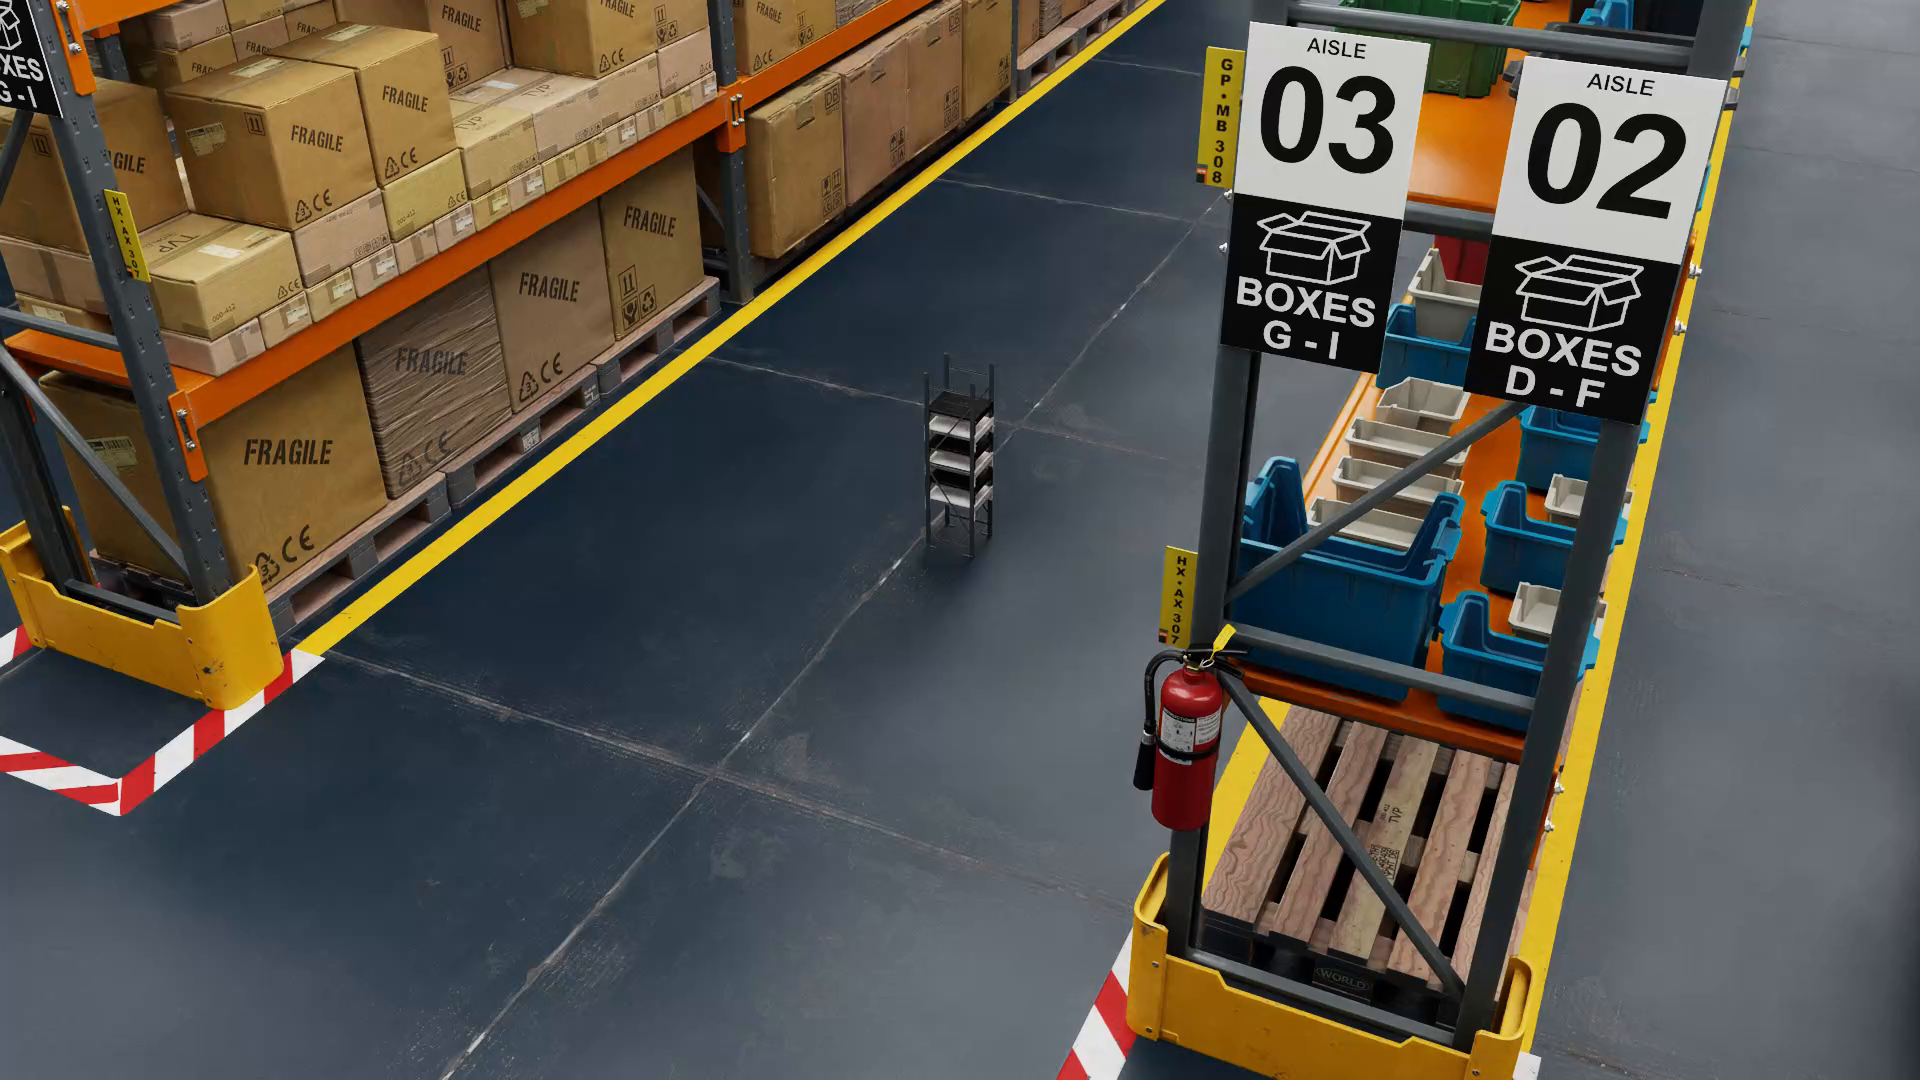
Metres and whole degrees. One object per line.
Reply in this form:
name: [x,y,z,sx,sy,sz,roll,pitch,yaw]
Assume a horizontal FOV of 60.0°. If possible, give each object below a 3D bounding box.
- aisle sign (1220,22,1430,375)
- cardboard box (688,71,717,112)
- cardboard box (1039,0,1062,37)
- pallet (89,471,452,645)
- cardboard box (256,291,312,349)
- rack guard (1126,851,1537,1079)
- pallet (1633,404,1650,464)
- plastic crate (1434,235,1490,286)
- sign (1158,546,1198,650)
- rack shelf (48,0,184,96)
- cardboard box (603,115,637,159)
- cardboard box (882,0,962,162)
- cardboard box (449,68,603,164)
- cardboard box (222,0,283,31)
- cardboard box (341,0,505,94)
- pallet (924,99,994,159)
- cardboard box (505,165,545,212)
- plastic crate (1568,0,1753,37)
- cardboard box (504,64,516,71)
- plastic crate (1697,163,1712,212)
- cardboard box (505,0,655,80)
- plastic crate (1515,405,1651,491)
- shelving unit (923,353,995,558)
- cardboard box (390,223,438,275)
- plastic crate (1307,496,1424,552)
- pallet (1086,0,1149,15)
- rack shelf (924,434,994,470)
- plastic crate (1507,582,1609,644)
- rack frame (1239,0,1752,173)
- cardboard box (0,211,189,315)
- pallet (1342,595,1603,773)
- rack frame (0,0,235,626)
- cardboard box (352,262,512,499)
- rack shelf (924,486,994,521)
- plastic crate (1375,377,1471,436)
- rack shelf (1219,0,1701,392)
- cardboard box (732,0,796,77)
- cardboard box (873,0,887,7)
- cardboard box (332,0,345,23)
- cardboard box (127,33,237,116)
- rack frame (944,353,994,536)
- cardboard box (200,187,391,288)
aisle sign: [0.820,-0.768,3.815,0.394,0.787,0.004,14,36,20]
cardboard box: [-1.539,-2.446,8.974,0.380,0.149,0.250,14,36,21]
cardboard box: [0.447,-4.526,13.796,0.700,0.500,0.500,11,35,17]
pallet: [-3.119,-0.036,7.612,1.003,0.211,1.213,14,36,20]
cardboard box: [-2.829,-0.910,6.631,0.380,0.149,0.250,14,36,20]
rack guard: [1.117,1.411,5.143,1.175,0.500,0.348,14,36,20]
pallet: [3.150,-0.850,8.854,1.003,0.211,1.213,14,36,20]
plastic crate: [2.188,-1.306,6.894,0.402,0.464,0.583,14,36,20]
sign: [0.609,0.164,4.615,0.100,0.325,0.005,14,36,20]
rack shelf: [-2.546,-2.735,7.107,1.077,0.370,4.000,14,36,20]
cardboard box: [-1.862,-2.062,8.388,0.380,0.149,0.250,15,36,21]
cardboard box: [-0.723,-3.276,11.565,1.225,0.875,0.875,14,36,21]
cardboard box: [-2.083,-2.047,8.002,0.500,0.250,0.500,15,36,21]
cardboard box: [-5.402,-3.983,12.302,0.500,0.250,0.500,15,36,22]
cardboard box: [-2.569,-2.470,7.963,0.500,0.500,0.500,13,35,19]
pallet: [-0.434,-3.229,12.481,1.003,0.211,1.213,14,36,20]
cardboard box: [-2.184,-1.679,7.805,0.380,0.149,0.250,15,36,21]
plastic crate: [2.005,-1.576,4.739,0.504,0.338,0.767,14,36,20]
cardboard box: [-2.357,-2.419,8.569,0.500,0.250,0.500,14,36,20]
plastic crate: [2.904,-1.349,7.032,0.392,0.384,0.575,14,36,20]
cardboard box: [-1.872,-2.614,8.183,0.500,0.500,0.500,15,36,21]
plastic crate: [2.069,-0.308,5.582,0.416,0.233,0.300,14,36,20]
shelving unit: [-0.003,-0.372,7.497,0.258,0.900,0.210,14,36,20]
cardboard box: [-2.506,-1.294,7.217,0.380,0.149,0.250,13,36,20]
plastic crate: [1.292,-0.012,5.219,0.396,0.136,0.243,14,36,20]
pallet: [1.313,-5.208,15.500,1.003,0.211,1.213,14,36,20]
rack shelf: [-0.003,-0.420,7.466,0.258,0.077,0.200,14,36,20]
plastic crate: [1.727,0.247,4.823,0.250,0.136,0.298,14,36,20]
rack frame: [1.116,-2.158,2.835,1.000,3.000,0.127,14,36,20]
cardboard box: [-3.421,-1.150,6.633,0.500,0.250,0.500,14,36,20]
pallet: [2.008,0.509,6.781,1.003,0.211,1.213,14,36,20]
rack frame: [-3.383,-0.786,6.213,1.000,3.000,0.127,14,36,20]
cardboard box: [-2.807,-0.863,7.886,0.875,0.875,0.875,14,36,20]
rack shelf: [-0.003,-0.194,7.614,0.258,0.077,0.200,14,36,20]
plastic crate: [1.628,-0.449,5.885,0.298,0.136,0.250,14,36,20]
rack shelf: [1.952,-1.599,5.374,1.077,0.370,4.000,14,36,20]
cardboard box: [-1.290,-2.992,9.486,0.500,0.500,0.500,14,36,21]
cardboard box: [-0.659,-3.750,10.642,0.500,0.500,0.500,15,36,21]
cardboard box: [-4.964,-4.176,13.280,0.500,0.500,0.500,13,35,18]
cardboard box: [-5.622,-3.404,12.102,0.500,0.500,0.500,16,36,22]
rack frame: [0.039,-0.423,7.574,0.240,0.900,0.006,14,36,20]
cardboard box: [-2.725,-1.285,6.840,0.500,0.250,0.500,14,36,20]
